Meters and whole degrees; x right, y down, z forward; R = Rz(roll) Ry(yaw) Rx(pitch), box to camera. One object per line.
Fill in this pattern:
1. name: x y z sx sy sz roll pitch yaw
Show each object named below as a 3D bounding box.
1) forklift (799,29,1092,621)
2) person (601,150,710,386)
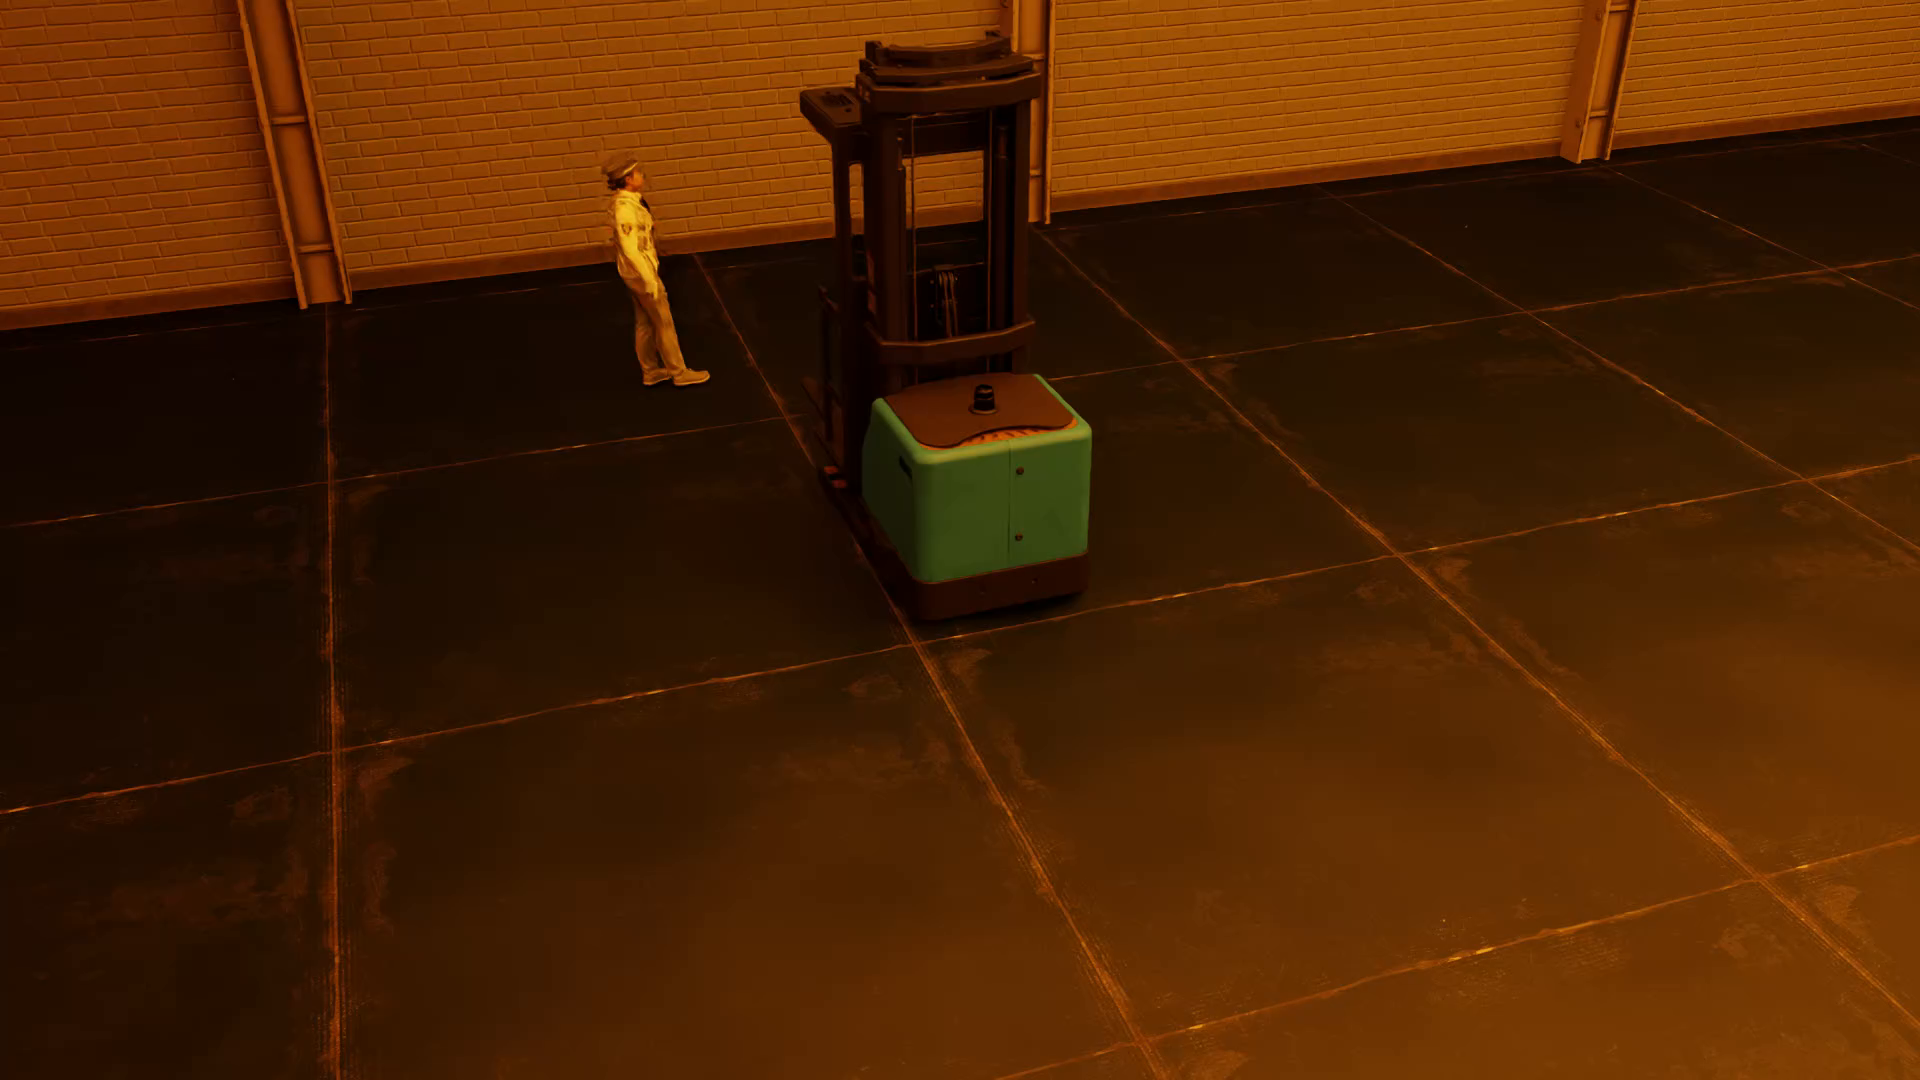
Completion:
1. forklift: -0.260 -1.548 9.777 1.130 2.935 3.031 -11 32 -18
2. person: -2.107 -1.871 11.570 0.611 1.694 0.577 -7 31 -11
